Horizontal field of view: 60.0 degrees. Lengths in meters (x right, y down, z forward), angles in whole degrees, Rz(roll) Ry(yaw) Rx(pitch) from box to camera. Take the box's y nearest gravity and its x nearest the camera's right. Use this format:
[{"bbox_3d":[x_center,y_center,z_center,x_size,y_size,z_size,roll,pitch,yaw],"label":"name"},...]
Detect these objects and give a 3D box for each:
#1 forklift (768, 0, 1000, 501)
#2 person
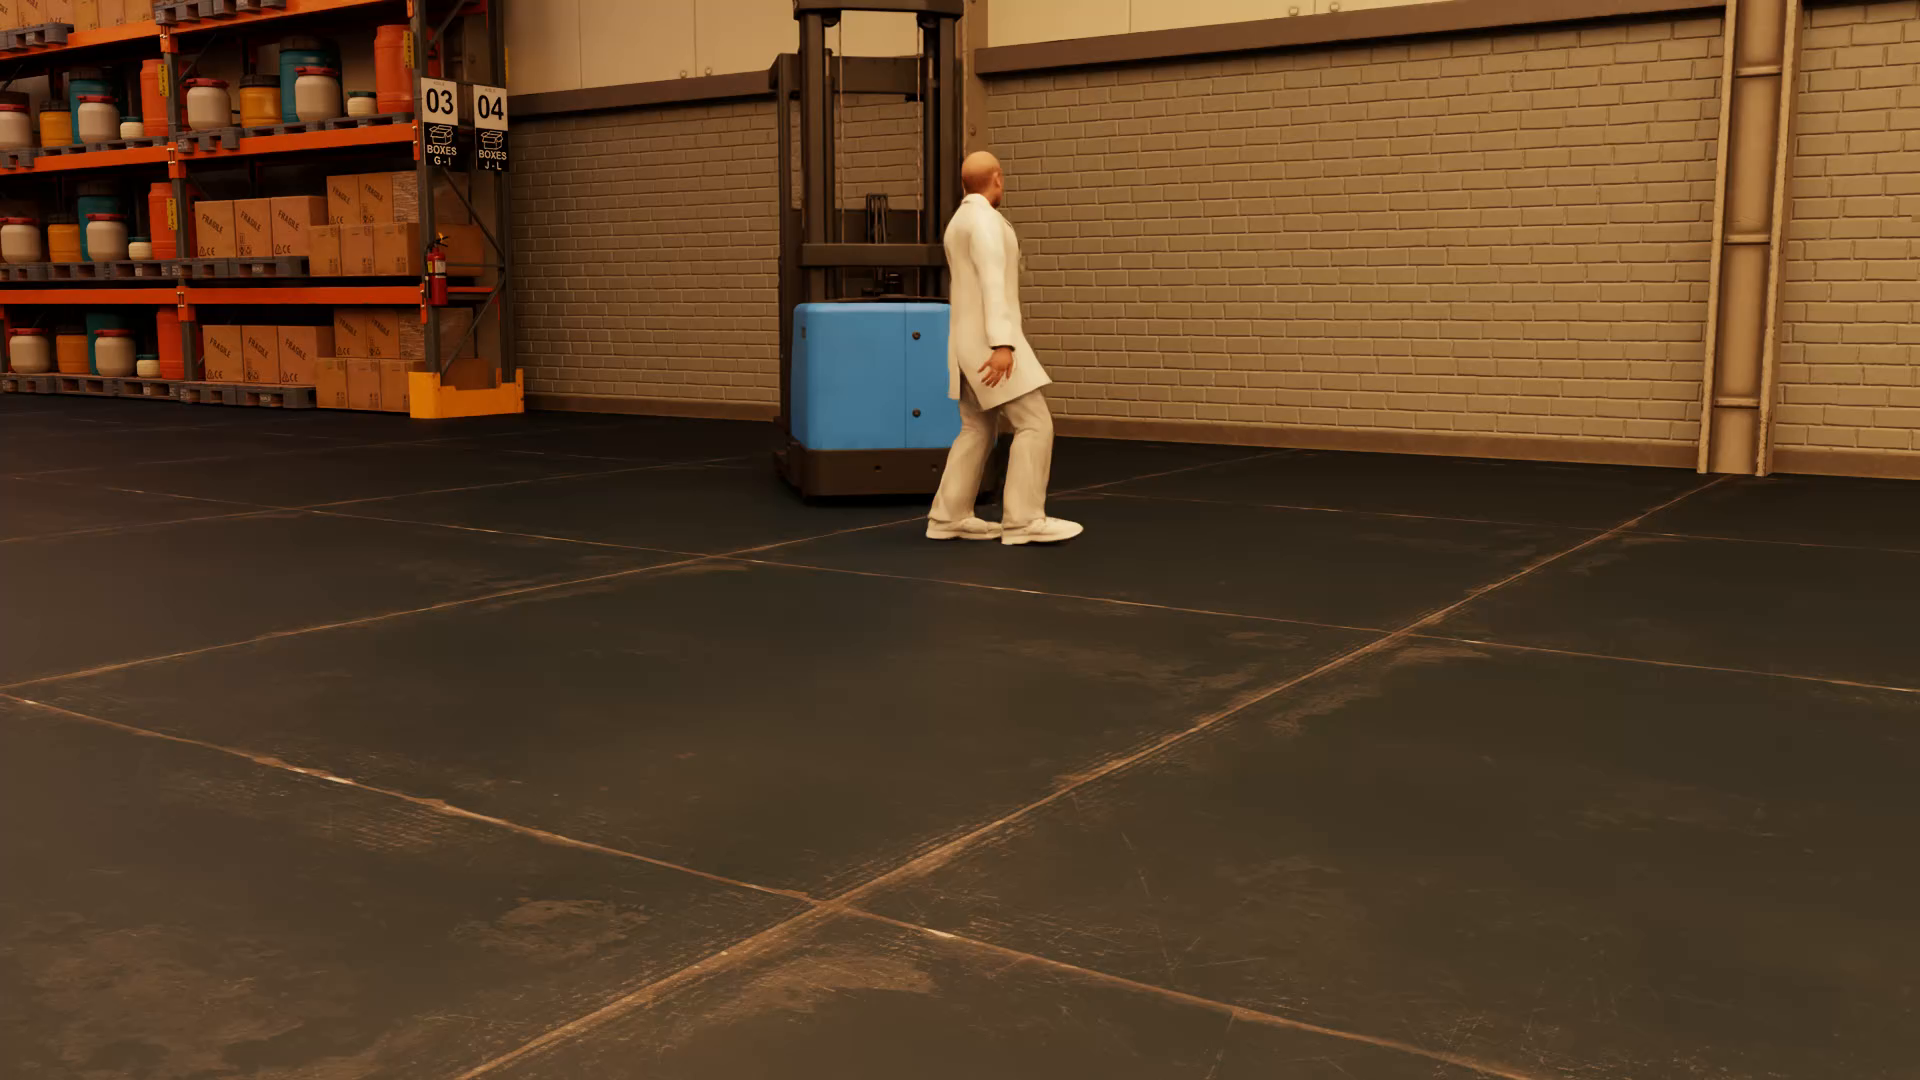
[{"bbox_3d":[-0.568,-1.833,10.084,1.130,2.935,3.031,-2,8,-11],"label":"forklift"},{"bbox_3d":[0.156,-0.864,7.512,0.604,1.748,0.719,-3,9,-21],"label":"person"}]
